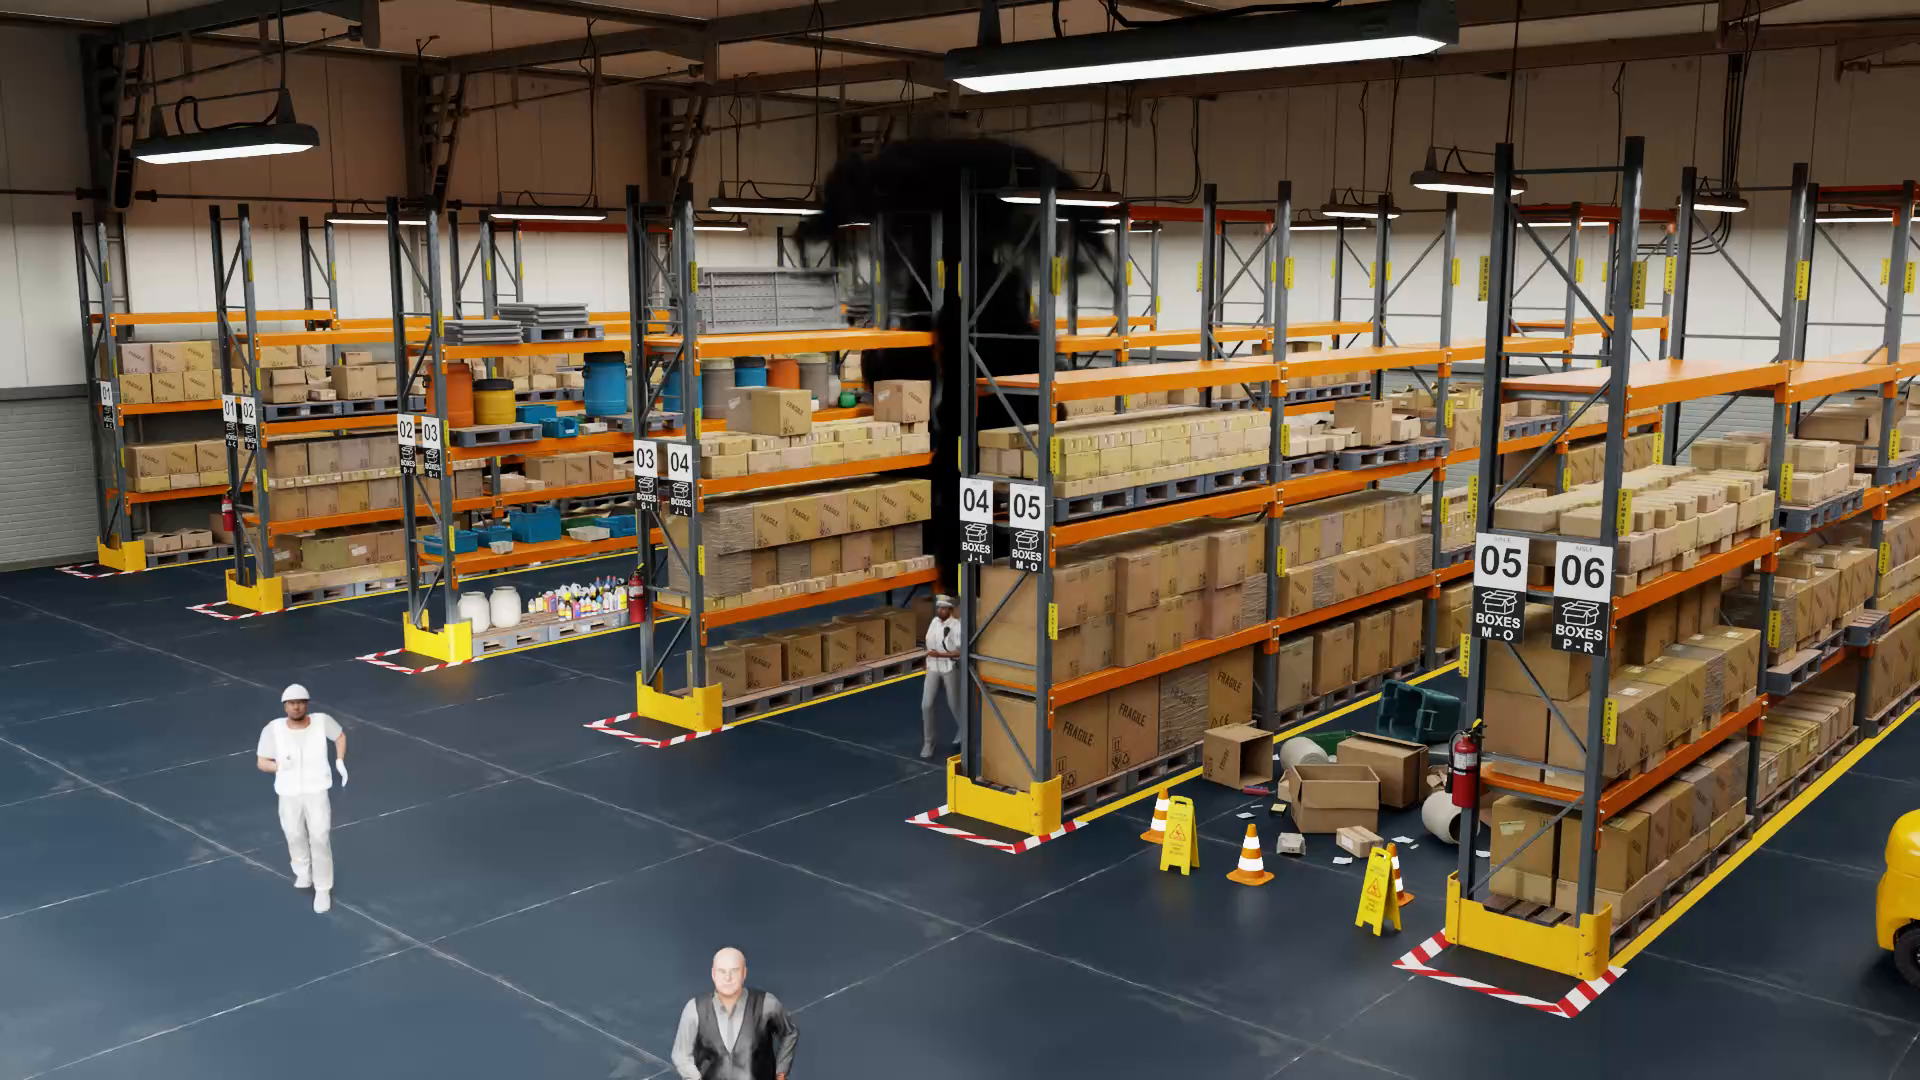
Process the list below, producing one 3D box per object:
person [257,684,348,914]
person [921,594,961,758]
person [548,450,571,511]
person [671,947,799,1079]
[{"bbox_3d":[-5.315,2.069,13.485,0.661,1.846,0.785,-3,10,-17],"label":"person"},{"bbox_3d":[-0.155,1.421,17.674,0.555,1.757,0.764,5,11,28],"label":"person"},{"bbox_3d":[-7.569,-0.871,31.444,0.607,1.656,0.559,6,11,31],"label":"person"},{"bbox_3d":[-1.167,2.939,8.608,0.655,1.680,0.571,0,9,-2],"label":"person"}]
